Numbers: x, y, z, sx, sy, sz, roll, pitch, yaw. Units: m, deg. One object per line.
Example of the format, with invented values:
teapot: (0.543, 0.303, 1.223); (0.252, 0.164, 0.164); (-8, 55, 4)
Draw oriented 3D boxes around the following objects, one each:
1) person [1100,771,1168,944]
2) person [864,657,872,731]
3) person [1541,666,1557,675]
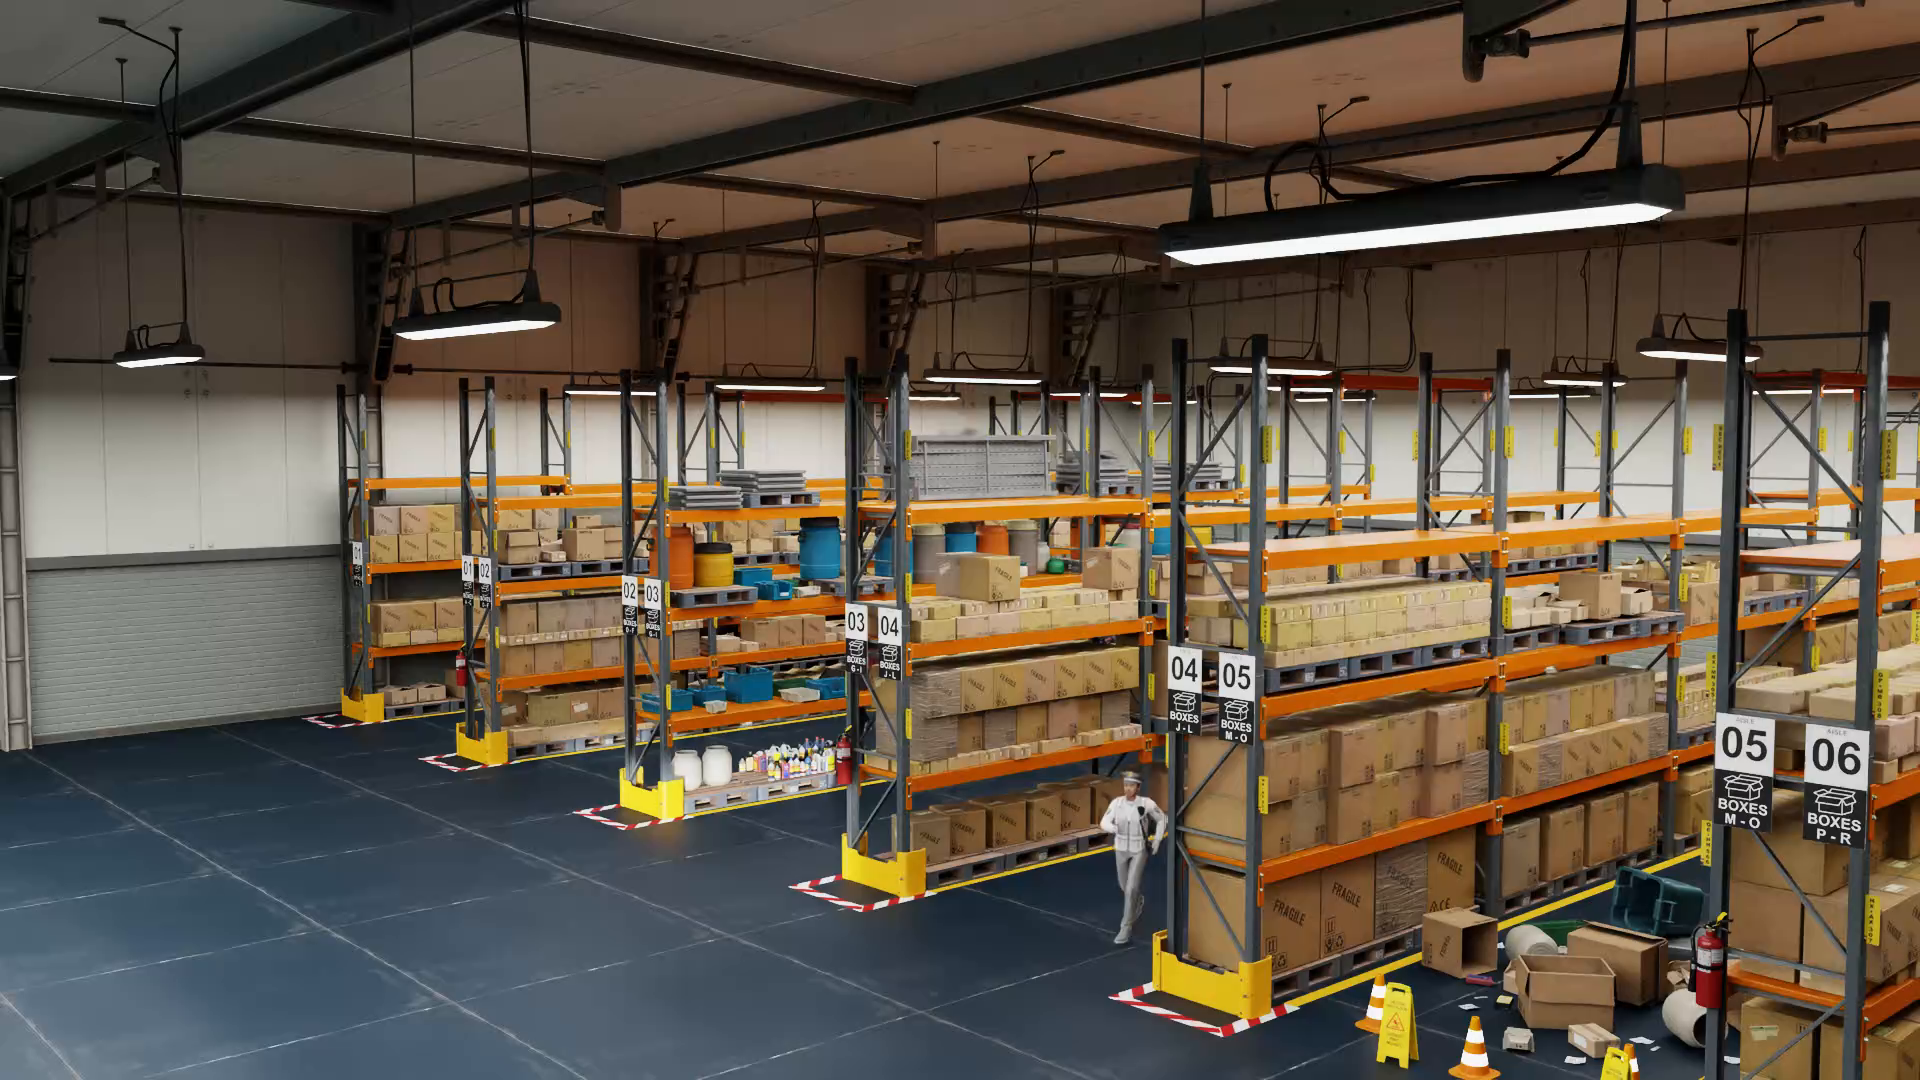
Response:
person: (1.759, 3.178, 16.993); (0.644, 1.685, 0.907); (2, 4, 24)
person: (-1.720, 2.510, 28.220); (0.644, 1.578, 0.510); (-4, 5, -45)
person: (8.983, 2.710, 25.331); (0.610, 1.608, 0.613); (-4, 5, -43)
